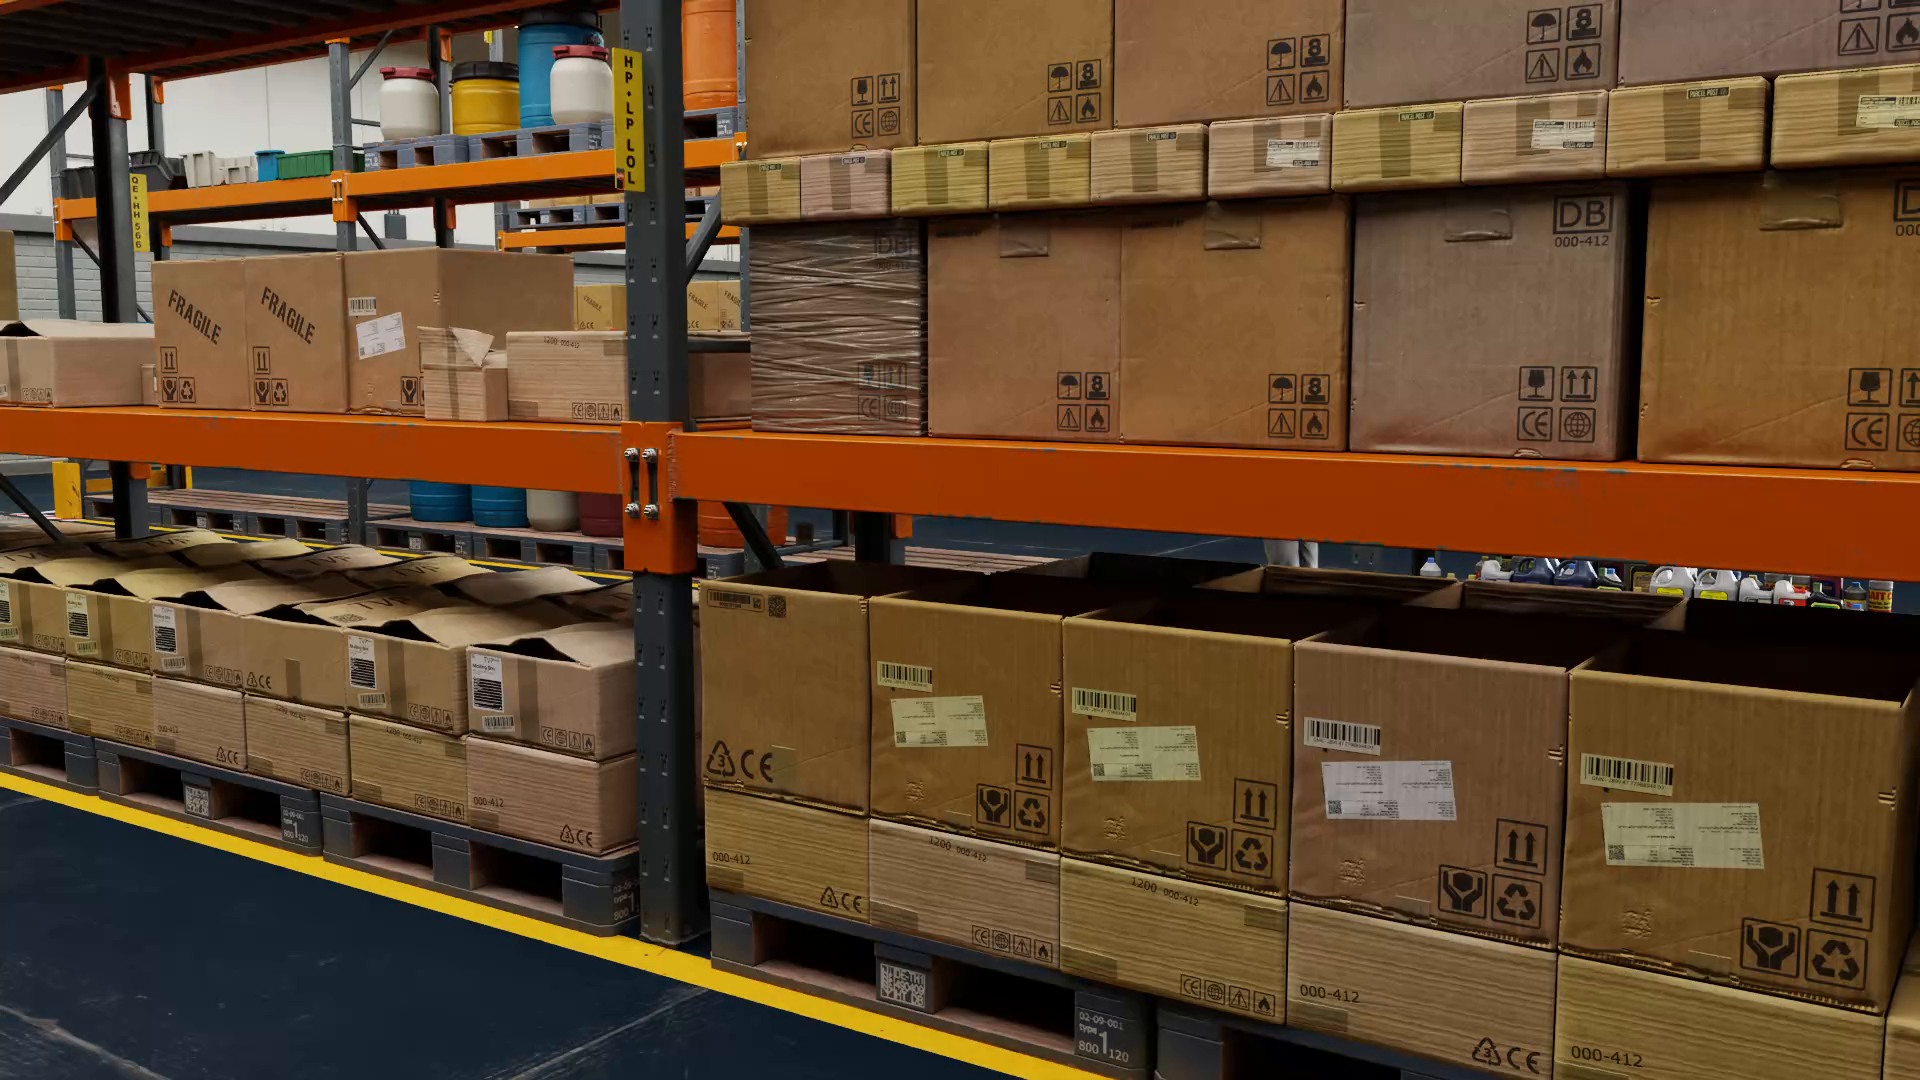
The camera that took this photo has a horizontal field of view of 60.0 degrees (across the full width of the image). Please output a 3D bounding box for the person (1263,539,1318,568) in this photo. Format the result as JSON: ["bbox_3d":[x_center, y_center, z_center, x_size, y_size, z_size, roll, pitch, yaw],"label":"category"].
[{"bbox_3d":[1.461,-0.130,7.334,0.343,1.593,0.481,4,8,31],"label":"person"}]
